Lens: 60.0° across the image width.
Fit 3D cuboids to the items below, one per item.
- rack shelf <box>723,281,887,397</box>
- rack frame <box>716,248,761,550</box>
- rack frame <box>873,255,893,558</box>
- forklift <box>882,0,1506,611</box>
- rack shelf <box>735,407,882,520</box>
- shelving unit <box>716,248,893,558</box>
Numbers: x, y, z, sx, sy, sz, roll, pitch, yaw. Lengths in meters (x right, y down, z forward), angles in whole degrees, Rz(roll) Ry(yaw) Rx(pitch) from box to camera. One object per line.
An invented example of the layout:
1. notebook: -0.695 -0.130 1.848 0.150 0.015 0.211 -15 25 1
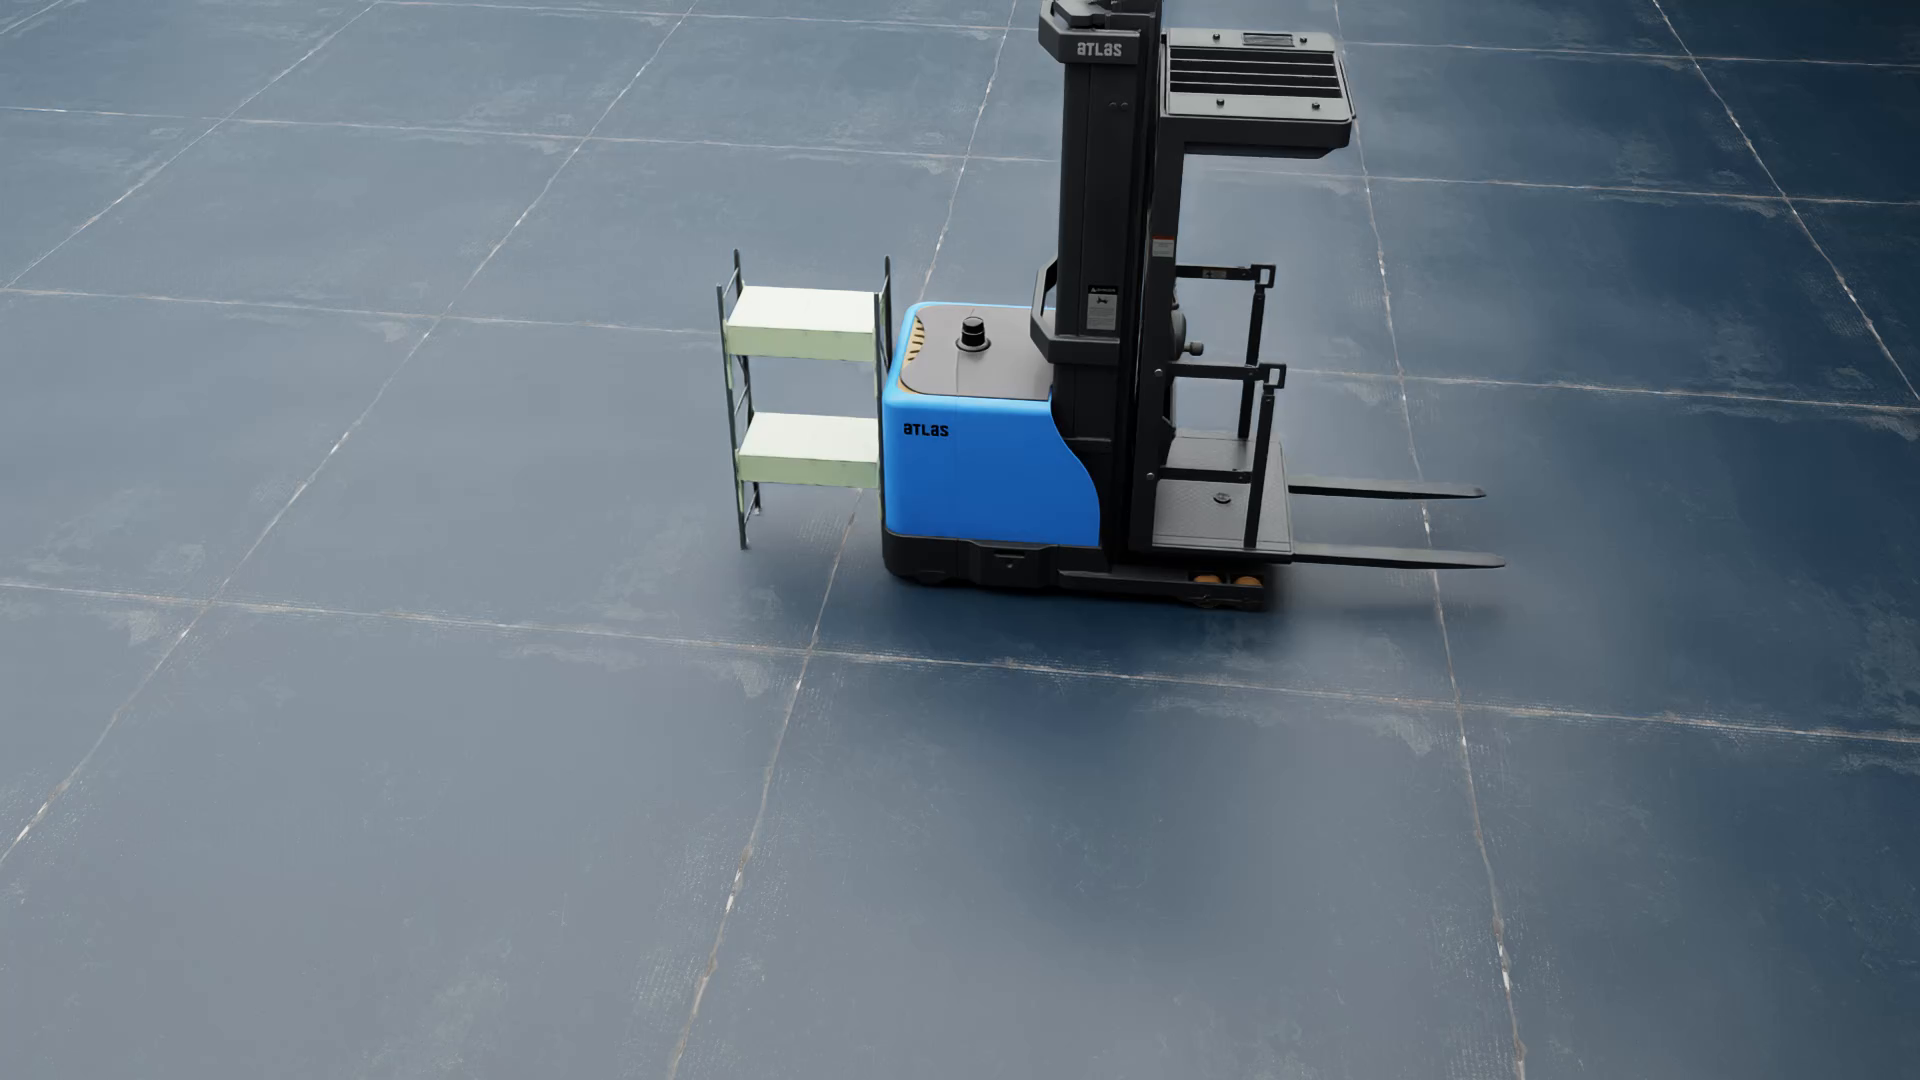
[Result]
1. rack shelf: -0.728 -0.972 8.006 0.720 0.370 0.431 4 36 5
2. rack frame: -1.092 -0.676 8.264 0.023 1.500 0.400 4 36 5
3. rack frame: -0.364 -0.632 8.201 0.023 1.500 0.400 4 36 5
4. forklift: 1.174 -1.175 7.730 3.031 2.935 1.130 4 36 5
5. rack shelf: -0.728 -0.389 8.422 0.720 0.370 0.431 4 36 5
6. shelving unit: -0.728 -0.654 8.232 0.755 1.500 0.431 4 36 5
